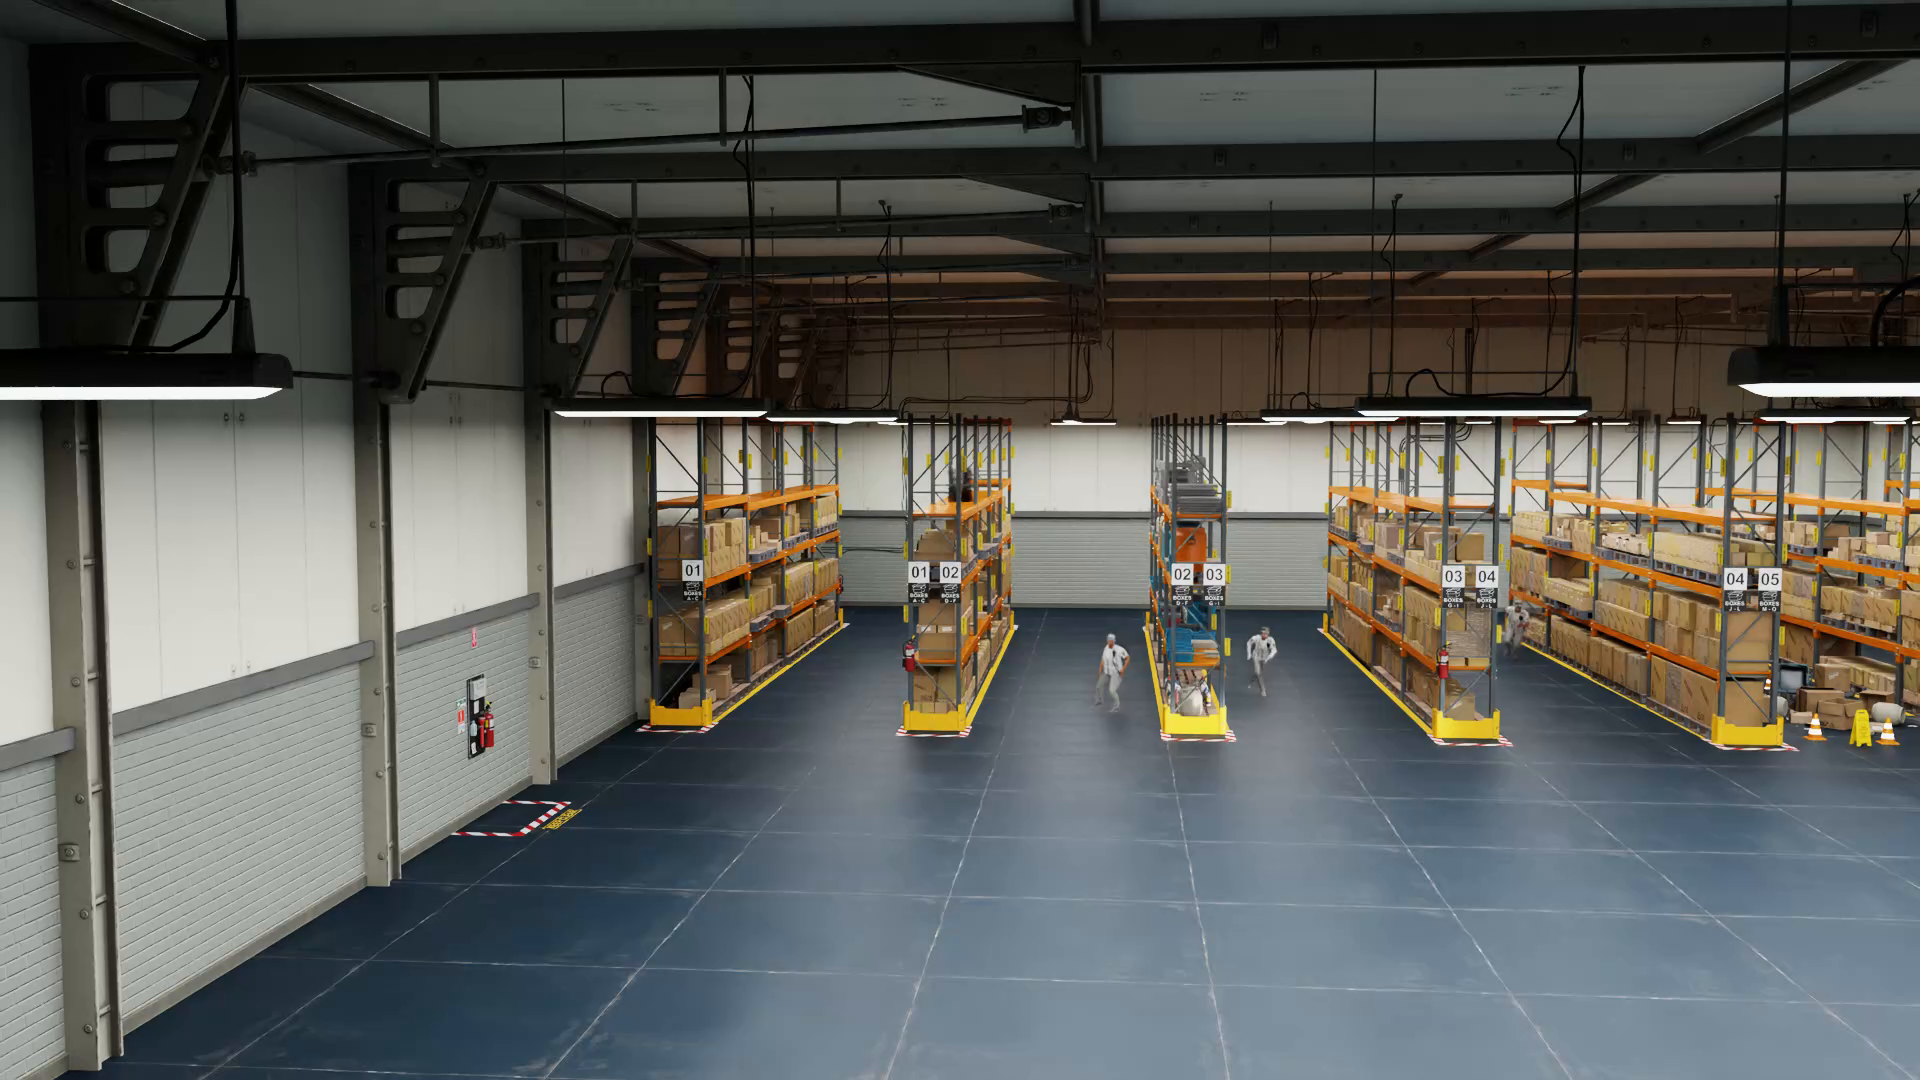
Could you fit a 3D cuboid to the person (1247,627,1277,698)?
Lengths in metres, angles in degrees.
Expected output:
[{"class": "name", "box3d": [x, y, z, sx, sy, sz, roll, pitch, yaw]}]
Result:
[{"class": "person", "box3d": [6.449, 2.575, 35.742, 0.605, 1.513, 1.017, 0, 4, -4]}]

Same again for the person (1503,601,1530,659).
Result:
[{"class": "person", "box3d": [13.644, 2.213, 40.829, 0.684, 1.505, 1.010, 2, 4, 26]}]

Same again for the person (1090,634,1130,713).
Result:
[{"class": "person", "box3d": [3.002, 2.691, 33.648, 0.484, 1.606, 0.916, -3, 5, -42]}]

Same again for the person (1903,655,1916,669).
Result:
[{"class": "person", "box3d": [22.221, 2.294, 38.838, 0.603, 1.651, 0.815, -1, 4, -11]}]
